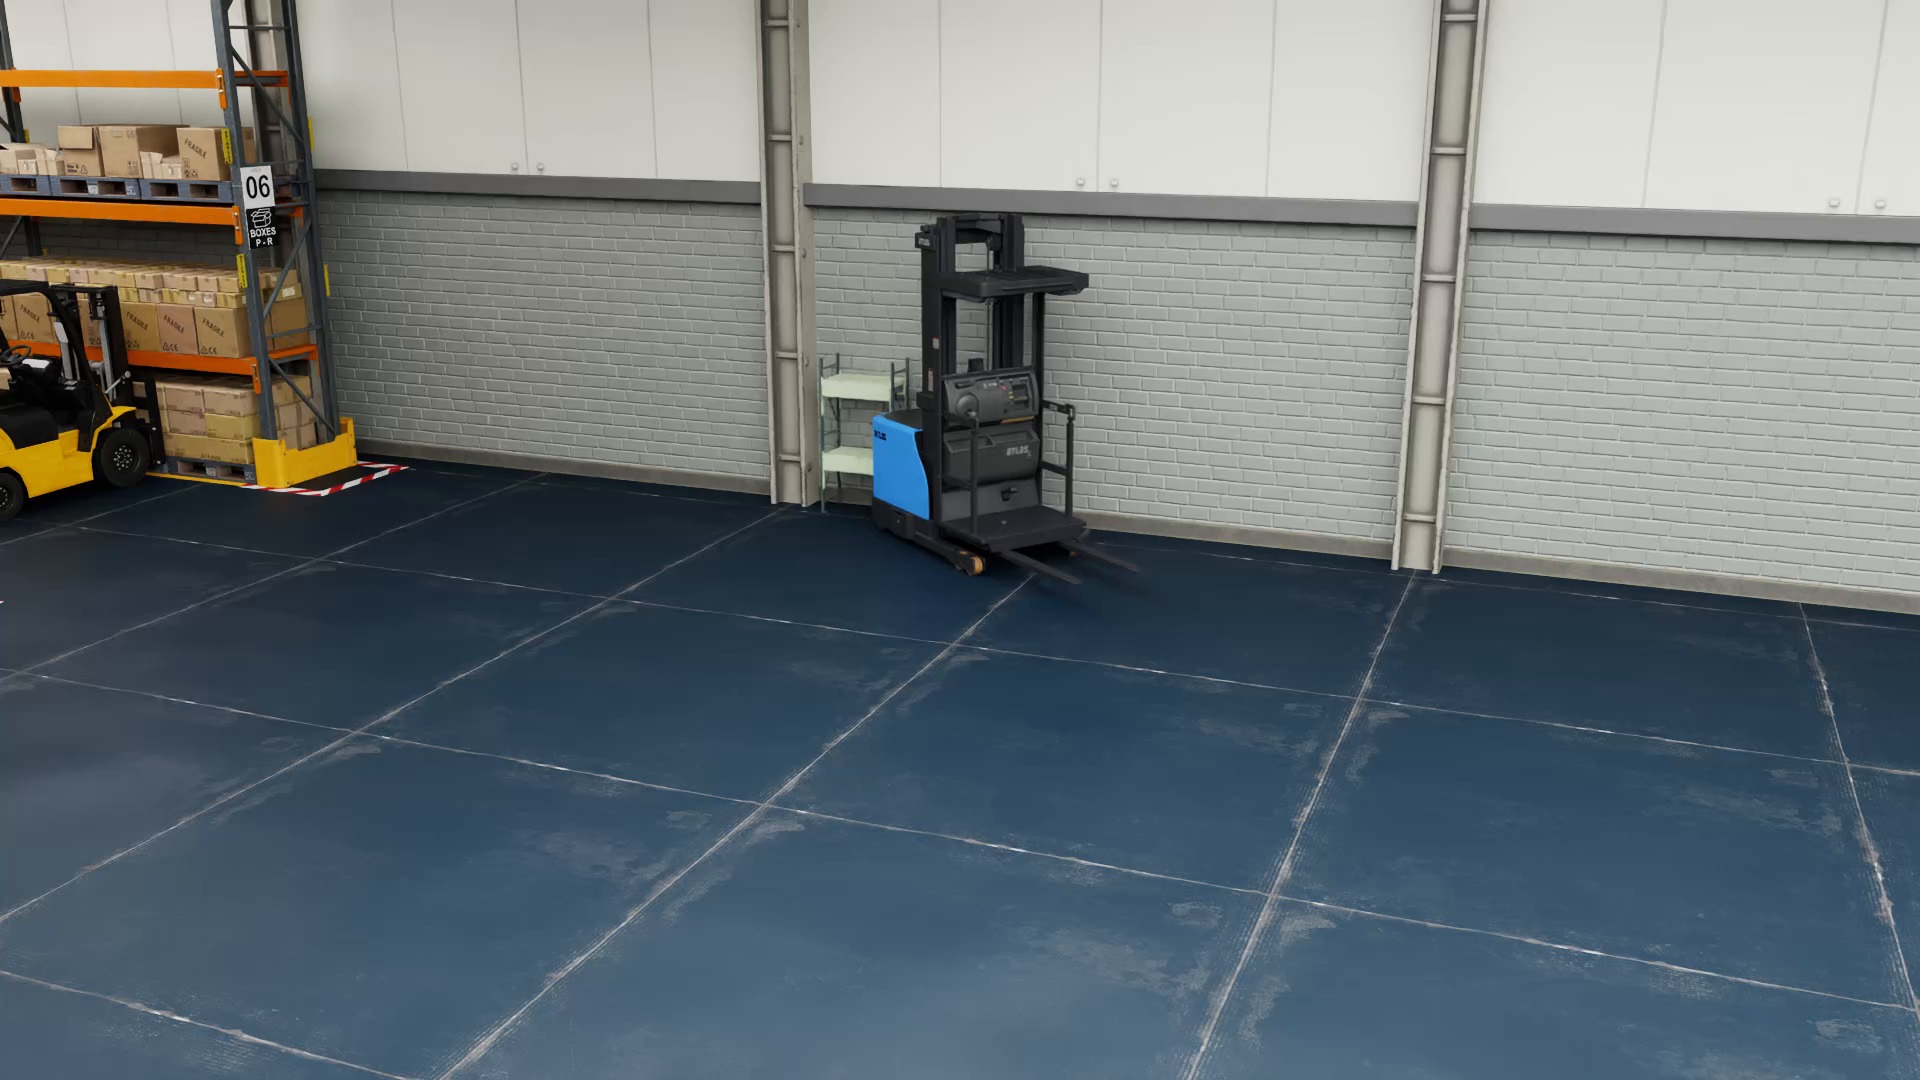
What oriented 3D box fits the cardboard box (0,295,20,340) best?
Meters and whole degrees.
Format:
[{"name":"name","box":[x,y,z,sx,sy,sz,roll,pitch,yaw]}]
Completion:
[{"name":"cardboard box","box":[-10.299,-2.477,18.148,0.500,0.500,0.500,6,17,19]}]

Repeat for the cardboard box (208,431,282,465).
[{"name":"cardboard box","box":[-7.448,-0.981,17.350,0.500,0.250,0.500,6,17,21]}]

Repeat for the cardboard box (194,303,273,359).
[{"name":"cardboard box","box":[-7.449,-2.164,17.067,0.500,0.500,0.500,6,17,19]}]

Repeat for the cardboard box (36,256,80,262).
[{"name":"cardboard box","box":[-9.990,-3.054,18.438,0.250,0.149,0.380,6,17,19]}]

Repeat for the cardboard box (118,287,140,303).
[{"name":"cardboard box","box":[-8.523,-2.581,17.340,0.250,0.149,0.380,6,17,21]}]

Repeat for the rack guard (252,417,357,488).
[{"name":"rack guard","box":[-6.873,-0.930,17.482,0.348,0.500,1.175,6,17,21]}]

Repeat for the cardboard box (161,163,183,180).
[{"name":"cardboard box","box":[-7.777,-3.709,16.707,0.250,0.149,0.380,6,17,19]}]

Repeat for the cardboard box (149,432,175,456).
[{"name":"cardboard box","box":[-8.369,-1.088,17.718,0.500,0.250,0.500,6,17,21]}]

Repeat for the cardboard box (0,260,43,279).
[{"name":"cardboard box","box":[-10.146,-2.937,18.032,0.250,0.149,0.380,7,17,21]}]

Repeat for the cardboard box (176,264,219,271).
[{"name":"cardboard box","box":[-8.090,-2.834,17.679,0.250,0.149,0.380,7,18,22]}]

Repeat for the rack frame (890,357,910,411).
[{"name":"rack frame","box":[-0.566,-0.959,15.765,0.023,1.500,0.400,6,16,21]}]

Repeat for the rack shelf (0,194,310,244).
[{"name":"rack shelf","box":[-8.756,-3.433,17.529,4.000,0.370,1.077,6,17,21]}]

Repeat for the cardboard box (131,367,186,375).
[{"name":"cardboard box","box":[-8.674,-1.751,18.211,0.500,0.250,0.500,6,17,20]}]

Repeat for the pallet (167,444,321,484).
[{"name":"pallet","box":[-7.622,-0.862,17.763,1.213,0.211,1.003,6,17,21]}]

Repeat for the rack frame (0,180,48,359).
[{"name":"rack frame","box":[-10.616,-2.543,18.551,0.127,3.000,1.000,6,17,21]}]

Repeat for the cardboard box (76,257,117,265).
[{"name":"cardboard box","box":[-9.483,-3.021,18.324,0.250,0.149,0.380,6,17,20]}]

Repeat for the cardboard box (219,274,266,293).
[{"name":"cardboard box","box":[-7.306,-2.618,16.934,0.250,0.149,0.380,6,17,21]}]

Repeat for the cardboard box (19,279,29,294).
[{"name":"cardboard box","box":[-9.922,-2.756,17.943,0.250,0.149,0.380,6,17,21]}]

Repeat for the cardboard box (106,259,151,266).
[{"name":"cardboard box","box":[-9.029,-2.951,18.083,0.250,0.149,0.380,6,17,20]}]

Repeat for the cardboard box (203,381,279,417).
[{"name":"cardboard box","box":[-7.438,-1.461,17.211,0.500,0.250,0.500,7,18,22]}]

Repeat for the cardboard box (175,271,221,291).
[{"name":"cardboard box","box":[-7.800,-2.655,17.061,0.250,0.149,0.380,7,17,22]}]

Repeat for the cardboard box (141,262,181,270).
[{"name":"cardboard box","box":[-8.558,-2.891,17.876,0.250,0.149,0.380,6,17,21]}]

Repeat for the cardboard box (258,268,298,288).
[{"name":"cardboard box","box":[-7.129,-2.725,17.305,0.250,0.149,0.380,6,17,20]}]

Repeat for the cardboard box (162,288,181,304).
[{"name":"cardboard box","box":[-8.015,-2.545,17.217,0.250,0.149,0.380,6,17,20]}]

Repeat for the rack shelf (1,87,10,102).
[{"name":"rack shelf","box":[-12.477,-5.091,18.576,4.000,0.370,1.077,6,17,21]}]

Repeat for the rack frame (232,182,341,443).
[{"name":"rack frame","box":[-6.895,-2.133,17.142,0.127,3.000,1.000,6,17,21]}]

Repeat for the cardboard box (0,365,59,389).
[{"name":"cardboard box","box":[-10.281,-1.773,18.286,0.500,0.250,0.500,6,17,20]}]

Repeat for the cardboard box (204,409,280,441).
[{"name":"cardboard box","box":[-7.463,-1.223,17.289,0.500,0.250,0.500,6,17,20]}]

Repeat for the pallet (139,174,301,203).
[{"name":"pallet","box":[-7.543,-3.610,17.008,1.213,0.211,1.003,6,17,21]}]

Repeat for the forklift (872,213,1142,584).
[{"name":"forklift","box":[0.391,-1.253,14.234,1.130,2.935,3.031,-10,19,-31]}]

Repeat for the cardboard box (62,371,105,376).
[{"name":"cardboard box","box":[-9.342,-1.670,17.932,0.500,0.250,0.500,7,18,23]}]

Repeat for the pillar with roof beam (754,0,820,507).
[{"name":"pillar with roof beam","box":[-3.210,-3.589,11.396,0.400,9.000,9.100,6,17,21]}]

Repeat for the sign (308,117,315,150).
[{"name":"sign","box":[-6.686,-4.175,17.085,0.005,0.325,0.100,6,17,21]}]

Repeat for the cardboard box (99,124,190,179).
[{"name":"cardboard box","box":[-8.313,-3.984,17.026,0.500,0.500,0.700,6,17,21]}]

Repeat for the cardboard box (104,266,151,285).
[{"name":"cardboard box","box":[-8.735,-2.773,17.469,0.250,0.149,0.380,7,17,21]}]

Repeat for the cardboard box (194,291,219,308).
[{"name":"cardboard box","box":[-7.569,-2.474,16.973,0.250,0.149,0.380,7,17,22]}]

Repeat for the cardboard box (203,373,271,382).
[{"name":"cardboard box","box":[-7.739,-1.643,17.839,0.500,0.250,0.500,6,17,21]}]

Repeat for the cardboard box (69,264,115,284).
[{"name":"cardboard box","box":[-9.201,-2.824,17.645,0.250,0.149,0.380,6,17,20]}]

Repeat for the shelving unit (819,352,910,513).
[{"name":"shelving unit","box":[-0.906,-0.996,15.894,0.755,1.500,0.431,6,16,21]}]

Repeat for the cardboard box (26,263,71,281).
[{"name":"cardboard box","box":[-9.710,-2.855,17.752,0.250,0.149,0.380,7,17,22]}]

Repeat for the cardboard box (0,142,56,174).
[{"name":"cardboard box","box":[-9.932,-4.042,17.562,0.500,0.311,0.500,7,17,22]}]

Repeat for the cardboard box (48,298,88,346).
[{"name":"cardboard box","box":[-9.337,-2.377,17.802,0.500,0.500,0.500,6,17,20]}]

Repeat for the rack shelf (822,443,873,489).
[{"name":"rack shelf","box":[-0.908,-0.681,15.979,0.720,0.370,0.431,6,16,21]}]

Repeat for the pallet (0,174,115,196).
[{"name":"pallet","box":[-9.813,-3.860,17.868,1.213,0.211,1.003,6,17,21]}]

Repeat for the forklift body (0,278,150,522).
[{"name":"forklift body","box":[-9.329,-1.447,16.299,1.214,2.155,2.313,6,17,21]}]

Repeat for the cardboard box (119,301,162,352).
[{"name":"cardboard box","box":[-8.405,-2.271,17.438,0.500,0.500,0.500,6,17,20]}]

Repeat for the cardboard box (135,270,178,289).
[{"name":"cardboard box","box":[-8.287,-2.697,17.208,0.250,0.149,0.380,7,18,22]}]

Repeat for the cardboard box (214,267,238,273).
[{"name":"cardboard box","box":[-7.611,-2.784,17.508,0.250,0.149,0.380,7,17,22]}]

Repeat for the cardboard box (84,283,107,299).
[{"name":"cardboard box","box":[-8.985,-2.638,17.537,0.250,0.149,0.380,6,17,19]}]

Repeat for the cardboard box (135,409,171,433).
[{"name":"cardboard box","box":[-8.413,-1.325,17.639,0.500,0.250,0.500,6,17,19]}]

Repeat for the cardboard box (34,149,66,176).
[{"name":"cardboard box","box":[-9.347,-3.938,17.285,0.258,0.266,0.396,6,17,19]}]

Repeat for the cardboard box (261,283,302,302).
[{"name":"cardboard box","box":[-7.116,-2.595,17.389,0.250,0.149,0.380,6,17,19]}]

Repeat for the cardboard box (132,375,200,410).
[{"name":"cardboard box","box":[-8.388,-1.561,17.555,0.500,0.250,0.500,7,17,21]}]

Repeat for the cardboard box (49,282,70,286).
[{"name":"cardboard box","box":[-9.476,-2.684,17.696,0.250,0.149,0.380,6,17,20]}]

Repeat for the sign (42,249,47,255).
[{"name":"sign","box":[-10.414,-3.140,18.916,0.005,0.325,0.100,6,17,21]}]

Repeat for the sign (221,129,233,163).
[{"name":"sign","box":[-7.107,-3.822,16.131,0.005,0.325,0.100,6,17,21]}]
